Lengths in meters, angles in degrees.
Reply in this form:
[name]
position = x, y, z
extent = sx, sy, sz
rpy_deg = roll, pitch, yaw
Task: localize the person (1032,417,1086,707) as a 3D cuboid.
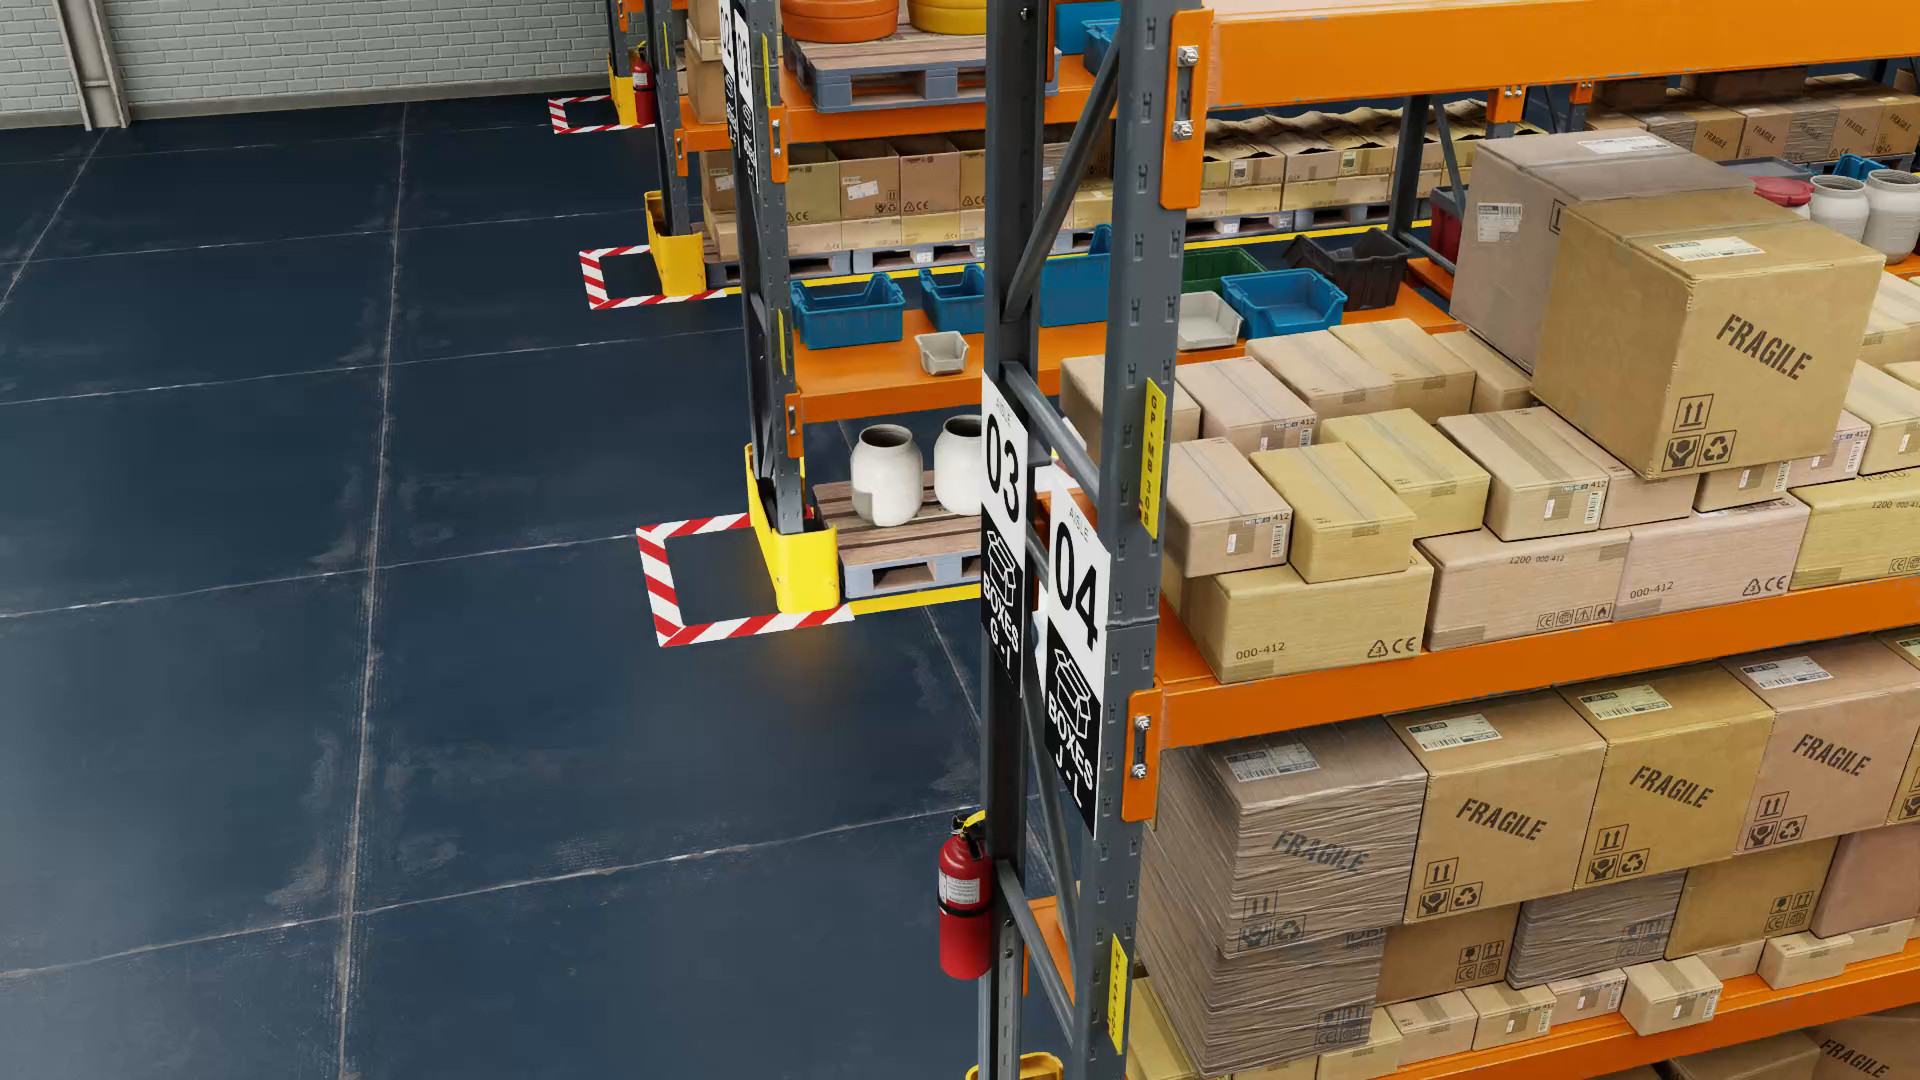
[person]
position = 0.485, 0.220, 7.844
extent = 0.463, 1.759, 0.626
rpy_deg = -9, 31, -15
